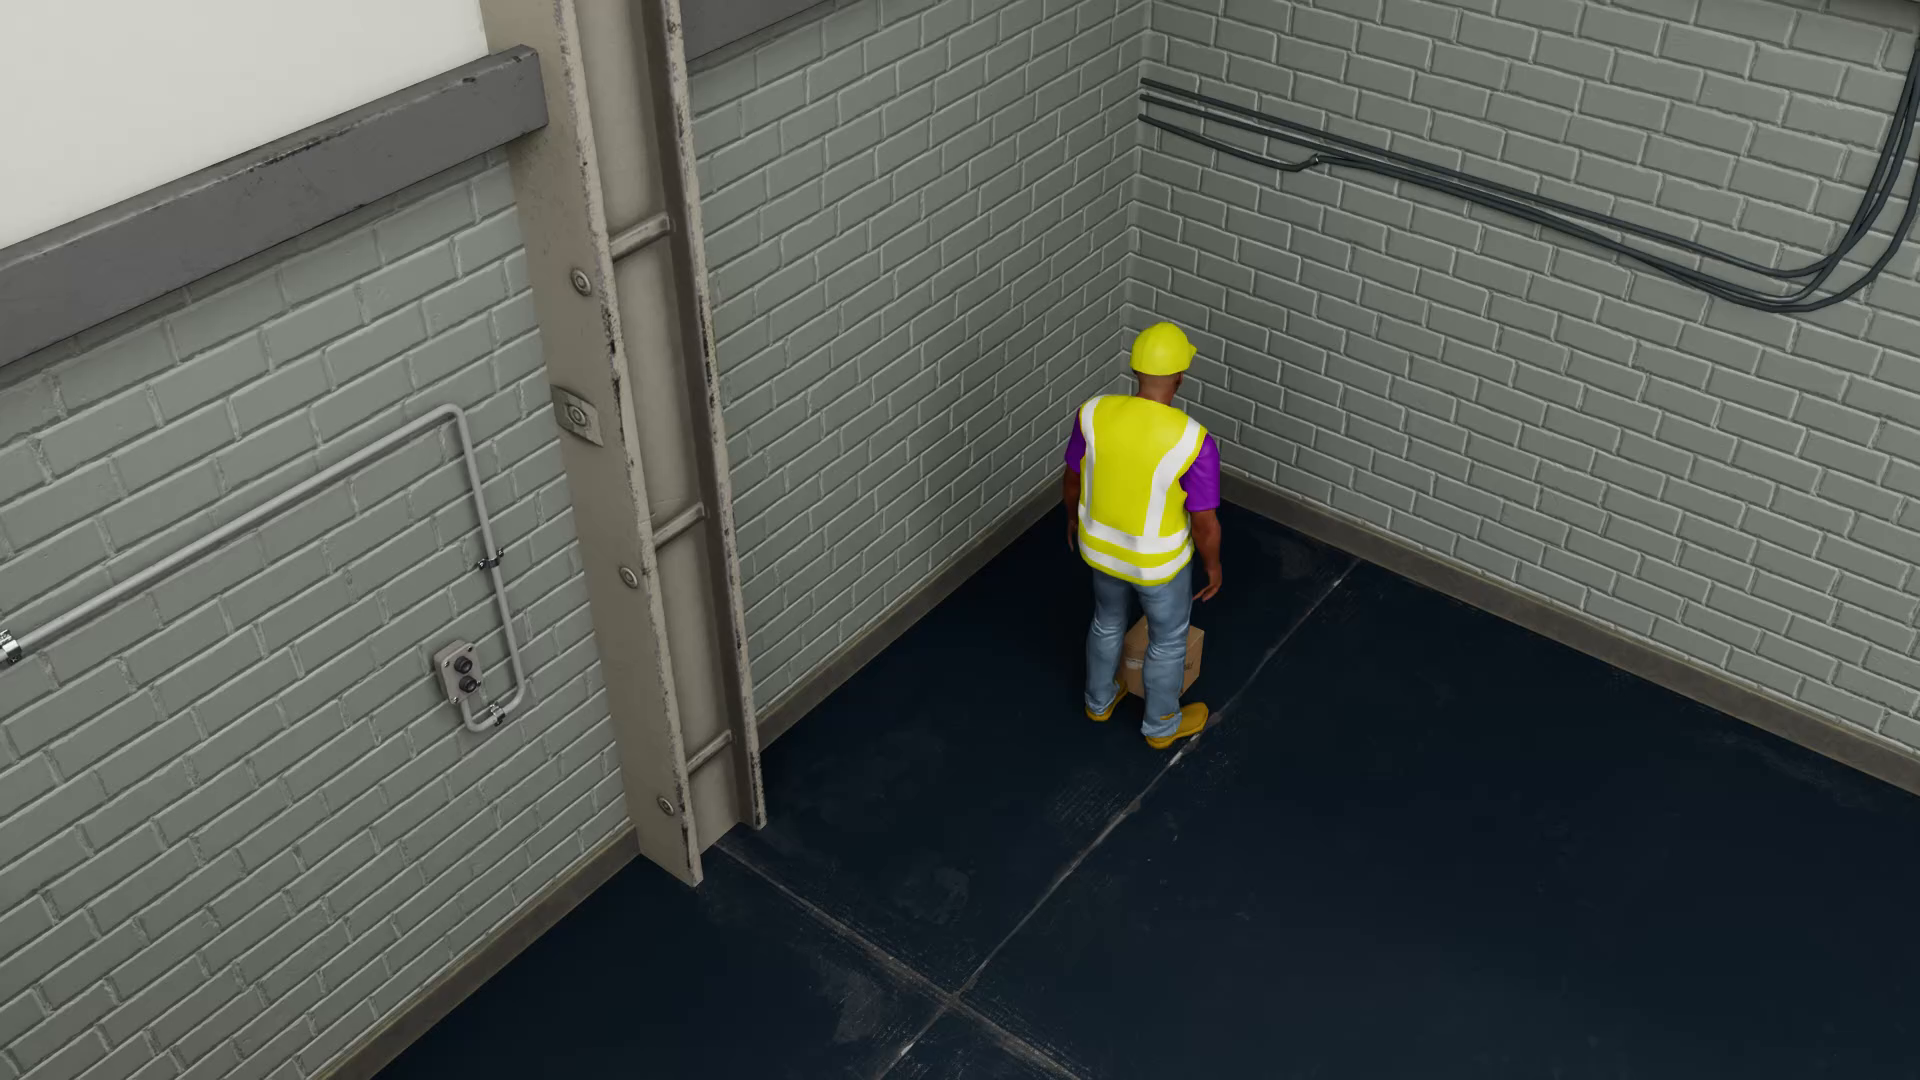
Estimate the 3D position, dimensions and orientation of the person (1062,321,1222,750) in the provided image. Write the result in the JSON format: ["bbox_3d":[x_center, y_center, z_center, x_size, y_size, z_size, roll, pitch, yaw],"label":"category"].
[{"bbox_3d":[0.675,0.006,6.135,0.633,1.755,0.461,23,44,26],"label":"person"}]
